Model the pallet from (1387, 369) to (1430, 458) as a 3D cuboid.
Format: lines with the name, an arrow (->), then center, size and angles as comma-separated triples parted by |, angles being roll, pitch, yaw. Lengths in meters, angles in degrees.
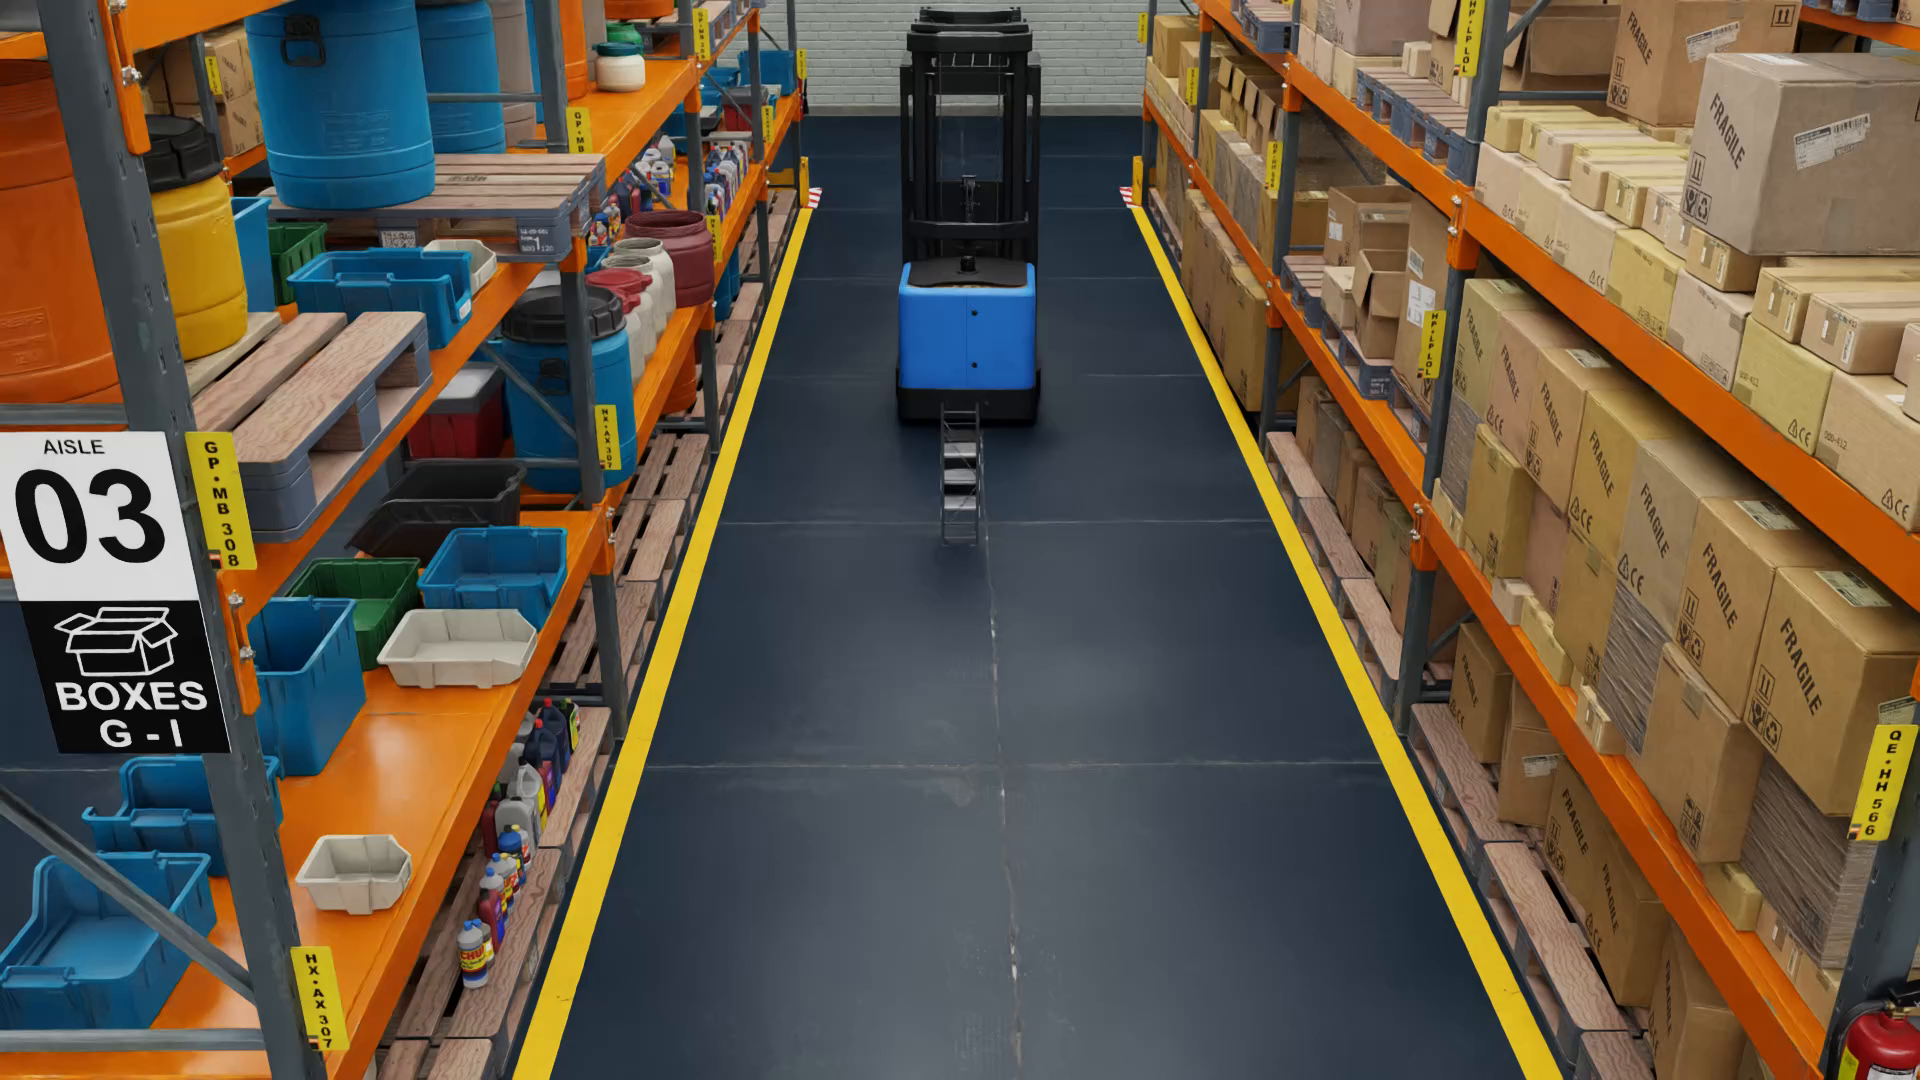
pallet -> 2.878, -0.611, 8.693 | 1.003, 0.211, 1.213 | 0, 24, -1

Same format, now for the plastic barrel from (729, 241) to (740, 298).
plastic barrel -> -2.310, -2.668, 15.045 | 0.600, 0.901, 0.708 | 0, 24, -1

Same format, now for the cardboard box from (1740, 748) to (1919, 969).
cardboard box -> 2.806, 0.858, 4.731 | 0.875, 0.500, 0.500 | 0, 24, -1

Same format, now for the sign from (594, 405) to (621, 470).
sign -> -1.661, -0.484, 7.845 | 0.100, 0.325, 0.005 | 0, 24, -1

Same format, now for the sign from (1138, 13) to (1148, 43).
sign -> 2.055, -5.758, 18.694 | 0.100, 0.325, 0.005 | 0, 24, -1

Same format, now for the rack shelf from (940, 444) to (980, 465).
rack shelf -> 0.000, -0.547, 10.512 | 0.258, 0.077, 0.200 | 0, 24, -1

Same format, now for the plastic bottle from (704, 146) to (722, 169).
plastic bottle -> -2.103, -3.180, 14.201 | 0.144, 0.351, 0.185 | 0, 24, -1

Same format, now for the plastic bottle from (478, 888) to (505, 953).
plastic bottle -> -1.860, 1.483, 6.592 | 0.061, 0.283, 0.133 | 0, 24, 0

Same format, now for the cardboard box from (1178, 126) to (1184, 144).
cardboard box -> 2.318, -3.900, 16.039 | 0.380, 0.149, 0.250 | -1, 24, -1

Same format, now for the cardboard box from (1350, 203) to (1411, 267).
cardboard box -> 2.850, -1.816, 10.493 | 0.700, 0.500, 0.500 | 3, 25, 7

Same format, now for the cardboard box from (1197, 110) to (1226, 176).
cardboard box -> 2.409, -3.534, 14.802 | 0.500, 0.500, 0.500 | 0, 24, 0

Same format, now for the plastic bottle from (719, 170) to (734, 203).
plastic bottle -> -1.958, -2.930, 13.738 | 0.152, 0.276, 0.135 | 0, 24, -1

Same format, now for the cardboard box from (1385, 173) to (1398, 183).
cardboard box -> 2.957, -2.490, 12.495 | 0.500, 0.500, 0.500 | -1, 24, -2

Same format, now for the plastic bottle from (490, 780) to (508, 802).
plastic bottle -> -2.013, 1.164, 7.298 | 0.061, 0.283, 0.133 | 0, 24, -1

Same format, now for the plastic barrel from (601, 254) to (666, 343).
plastic barrel -> -2.026, -1.463, 10.209 | 0.421, 0.512, 0.421 | 0, 24, 0

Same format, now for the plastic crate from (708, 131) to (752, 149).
plastic crate -> -2.161, -3.756, 15.662 | 0.396, 0.136, 0.243 | 0, 24, -1

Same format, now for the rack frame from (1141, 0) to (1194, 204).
rack frame -> 2.610, -5.327, 18.889 | 1.000, 3.000, 0.127 | 0, 24, -1

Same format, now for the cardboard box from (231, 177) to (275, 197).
cardboard box -> -7.277, -3.473, 17.285 | 0.797, 0.503, 0.637 | 0, 24, -1

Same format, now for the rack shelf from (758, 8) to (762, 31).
rack shelf -> -2.320, -5.520, 16.547 | 1.077, 0.370, 4.000 | 0, 24, -1

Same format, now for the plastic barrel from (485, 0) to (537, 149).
plastic barrel -> -2.441, -2.433, 8.242 | 0.600, 0.901, 0.600 | 0, 24, 0

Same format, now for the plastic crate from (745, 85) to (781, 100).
plastic crate -> -2.152, -4.877, 18.140 | 0.396, 0.136, 0.243 | 0, 24, -1

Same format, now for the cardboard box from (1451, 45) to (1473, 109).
cardboard box -> 2.631, -2.266, 8.134 | 0.396, 0.266, 0.258 | 1, 24, 1

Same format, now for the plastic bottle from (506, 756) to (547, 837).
plastic bottle -> -1.910, 1.123, 7.308 | 0.144, 0.351, 0.185 | 0, 24, -1

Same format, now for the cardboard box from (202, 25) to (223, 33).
cardboard box -> -7.530, -4.763, 16.306 | 0.500, 0.500, 0.500 | 0, 24, 0

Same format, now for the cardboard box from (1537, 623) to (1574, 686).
cardboard box -> 2.473, 0.440, 6.442 | 0.380, 0.149, 0.250 | 0, 24, -1

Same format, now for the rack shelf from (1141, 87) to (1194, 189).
rack shelf -> 2.632, -4.175, 17.215 | 1.077, 0.370, 4.000 | 0, 24, -1

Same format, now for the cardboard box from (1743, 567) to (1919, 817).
cardboard box -> 2.532, 0.404, 4.522 | 0.500, 0.500, 0.500 | 0, 24, -1

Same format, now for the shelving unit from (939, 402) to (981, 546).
shelving unit -> 0.000, -0.413, 10.572 | 0.258, 0.900, 0.210 | 0, 24, -1

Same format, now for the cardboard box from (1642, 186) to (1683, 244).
cardboard box -> 2.526, -1.084, 5.565 | 0.380, 0.149, 0.250 | 0, 24, 1

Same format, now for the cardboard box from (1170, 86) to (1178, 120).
cardboard box -> 2.373, -4.350, 16.550 | 0.500, 0.250, 0.500 | 0, 24, 1

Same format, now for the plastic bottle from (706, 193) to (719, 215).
plastic bottle -> -1.920, -2.558, 12.922 | 0.097, 0.271, 0.097 | 0, 24, 0

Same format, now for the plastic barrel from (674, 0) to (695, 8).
plastic barrel -> -2.037, -3.933, 11.846 | 0.294, 0.245, 0.294 | 0, 24, 0

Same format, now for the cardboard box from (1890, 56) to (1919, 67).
cardboard box -> 3.039, -1.123, 4.863 | 0.500, 0.500, 0.500 | 0, 24, -1

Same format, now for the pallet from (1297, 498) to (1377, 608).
pallet -> 2.715, 0.063, 10.354 | 1.003, 0.211, 1.213 | 0, 24, -1

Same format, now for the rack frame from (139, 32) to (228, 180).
rack frame -> -7.252, -3.636, 15.149 | 1.000, 3.000, 0.127 | 0, 24, -1

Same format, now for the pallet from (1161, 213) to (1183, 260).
pallet -> 2.708, -3.226, 17.627 | 1.003, 0.211, 1.213 | 0, 24, -1

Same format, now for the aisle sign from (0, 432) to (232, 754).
aisle sign -> -1.874, 0.132, 3.663 | 0.394, 0.787, 0.004 | 0, 24, -1

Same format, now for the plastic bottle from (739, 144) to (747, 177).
plastic bottle -> -1.923, -3.347, 14.653 | 0.061, 0.283, 0.133 | 0, 24, -1

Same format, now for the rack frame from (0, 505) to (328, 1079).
rack frame -> -2.168, 1.288, 4.262 | 1.000, 3.000, 0.127 | 0, 24, -1

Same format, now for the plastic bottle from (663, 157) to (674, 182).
plastic bottle -> -2.546, -3.231, 14.495 | 0.097, 0.201, 0.097 | 0, 24, 0

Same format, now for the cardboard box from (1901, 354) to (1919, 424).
cardboard box -> 2.470, -0.327, 3.892 | 0.380, 0.149, 0.250 | 0, 24, -1

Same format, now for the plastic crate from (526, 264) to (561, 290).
plastic crate -> -2.543, -1.370, 10.062 | 0.402, 0.464, 0.583 | 0, 24, -1

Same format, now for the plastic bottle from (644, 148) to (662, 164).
plastic bottle -> -2.671, -3.257, 14.462 | 0.152, 0.276, 0.135 | 0, 24, -1

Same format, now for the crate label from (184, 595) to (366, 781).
crate label -> -2.458, 0.515, 5.929 | 0.502, 0.435, 0.616 | 0, 24, -1

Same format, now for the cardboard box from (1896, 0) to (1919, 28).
cardboard box -> 7.378, -4.070, 12.347 | 0.500, 0.500, 0.500 | 0, 24, -1

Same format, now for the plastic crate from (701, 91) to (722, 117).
plastic crate -> -2.651, -4.486, 17.160 | 0.416, 0.233, 0.300 | 0, 24, -1

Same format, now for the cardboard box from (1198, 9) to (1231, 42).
cardboard box -> 2.879, -5.536, 18.262 | 0.500, 0.500, 0.500 | 0, 24, 0

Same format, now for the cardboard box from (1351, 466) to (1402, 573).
cardboard box -> 2.763, -0.124, 9.884 | 0.700, 0.500, 0.500 | -2, 24, -5

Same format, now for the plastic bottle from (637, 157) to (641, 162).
plastic bottle -> -2.711, -3.084, 14.071 | 0.061, 0.283, 0.133 | 0, 24, -1

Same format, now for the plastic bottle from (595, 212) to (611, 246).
plastic bottle -> -2.674, -2.337, 12.434 | 0.097, 0.271, 0.097 | 0, 24, 0

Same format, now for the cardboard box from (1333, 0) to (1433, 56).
cardboard box -> 2.460, -3.060, 9.507 | 0.500, 0.500, 0.500 | -1, 24, -2

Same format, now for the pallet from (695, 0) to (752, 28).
pallet -> -2.177, -4.147, 12.869 | 1.003, 0.211, 1.213 | 0, 24, -1

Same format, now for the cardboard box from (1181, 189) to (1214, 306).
cardboard box -> 2.681, -2.638, 15.013 | 1.225, 0.875, 0.875 | 0, 24, 0

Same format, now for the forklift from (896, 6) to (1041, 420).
forklift -> 0.088, -2.809, 13.404 | 1.130, 2.935, 3.031 | 1, 24, 1

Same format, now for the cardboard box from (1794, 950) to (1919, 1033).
cardboard box -> 2.575, 1.264, 4.620 | 0.380, 0.149, 0.250 | 0, 24, -1

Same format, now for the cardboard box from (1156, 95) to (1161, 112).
cardboard box -> 2.297, -4.641, 17.677 | 0.380, 0.149, 0.250 | -1, 24, -2

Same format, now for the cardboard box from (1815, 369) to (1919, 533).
cardboard box -> 2.526, -0.230, 4.161 | 0.500, 0.250, 0.500 | 0, 24, 1

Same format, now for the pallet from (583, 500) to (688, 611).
pallet -> -2.275, 0.083, 10.310 | 1.003, 0.211, 1.213 | 0, 24, -1

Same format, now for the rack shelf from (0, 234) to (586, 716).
rack shelf -> -2.190, -0.575, 5.614 | 1.077, 0.370, 4.000 | 0, 24, -1
